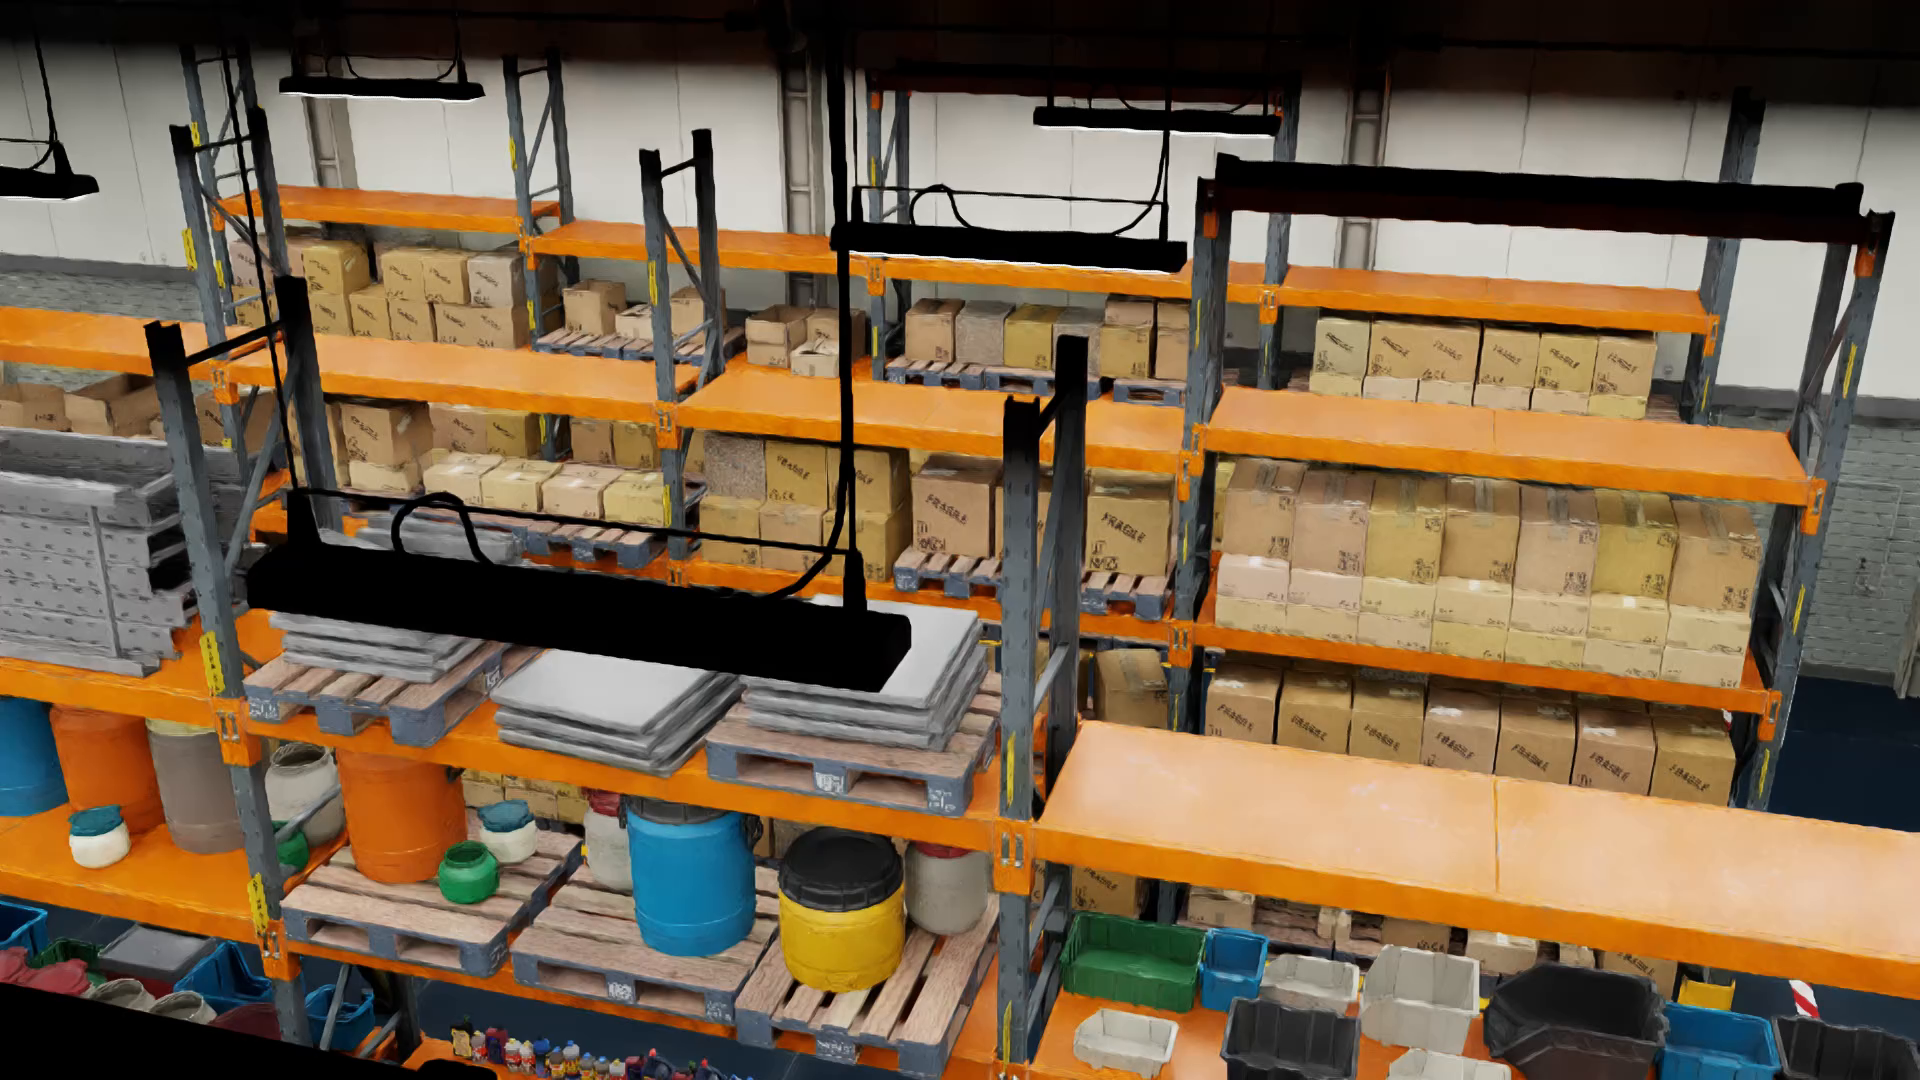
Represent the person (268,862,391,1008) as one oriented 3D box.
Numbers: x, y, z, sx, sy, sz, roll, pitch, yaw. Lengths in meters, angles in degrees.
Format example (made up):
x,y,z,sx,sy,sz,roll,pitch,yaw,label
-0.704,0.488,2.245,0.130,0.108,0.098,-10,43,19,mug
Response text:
x,y,z,sx,sy,sz,roll,pitch,yaw,label
-4.716,2.654,12.126,1.193,1.698,0.598,7,24,17,person
